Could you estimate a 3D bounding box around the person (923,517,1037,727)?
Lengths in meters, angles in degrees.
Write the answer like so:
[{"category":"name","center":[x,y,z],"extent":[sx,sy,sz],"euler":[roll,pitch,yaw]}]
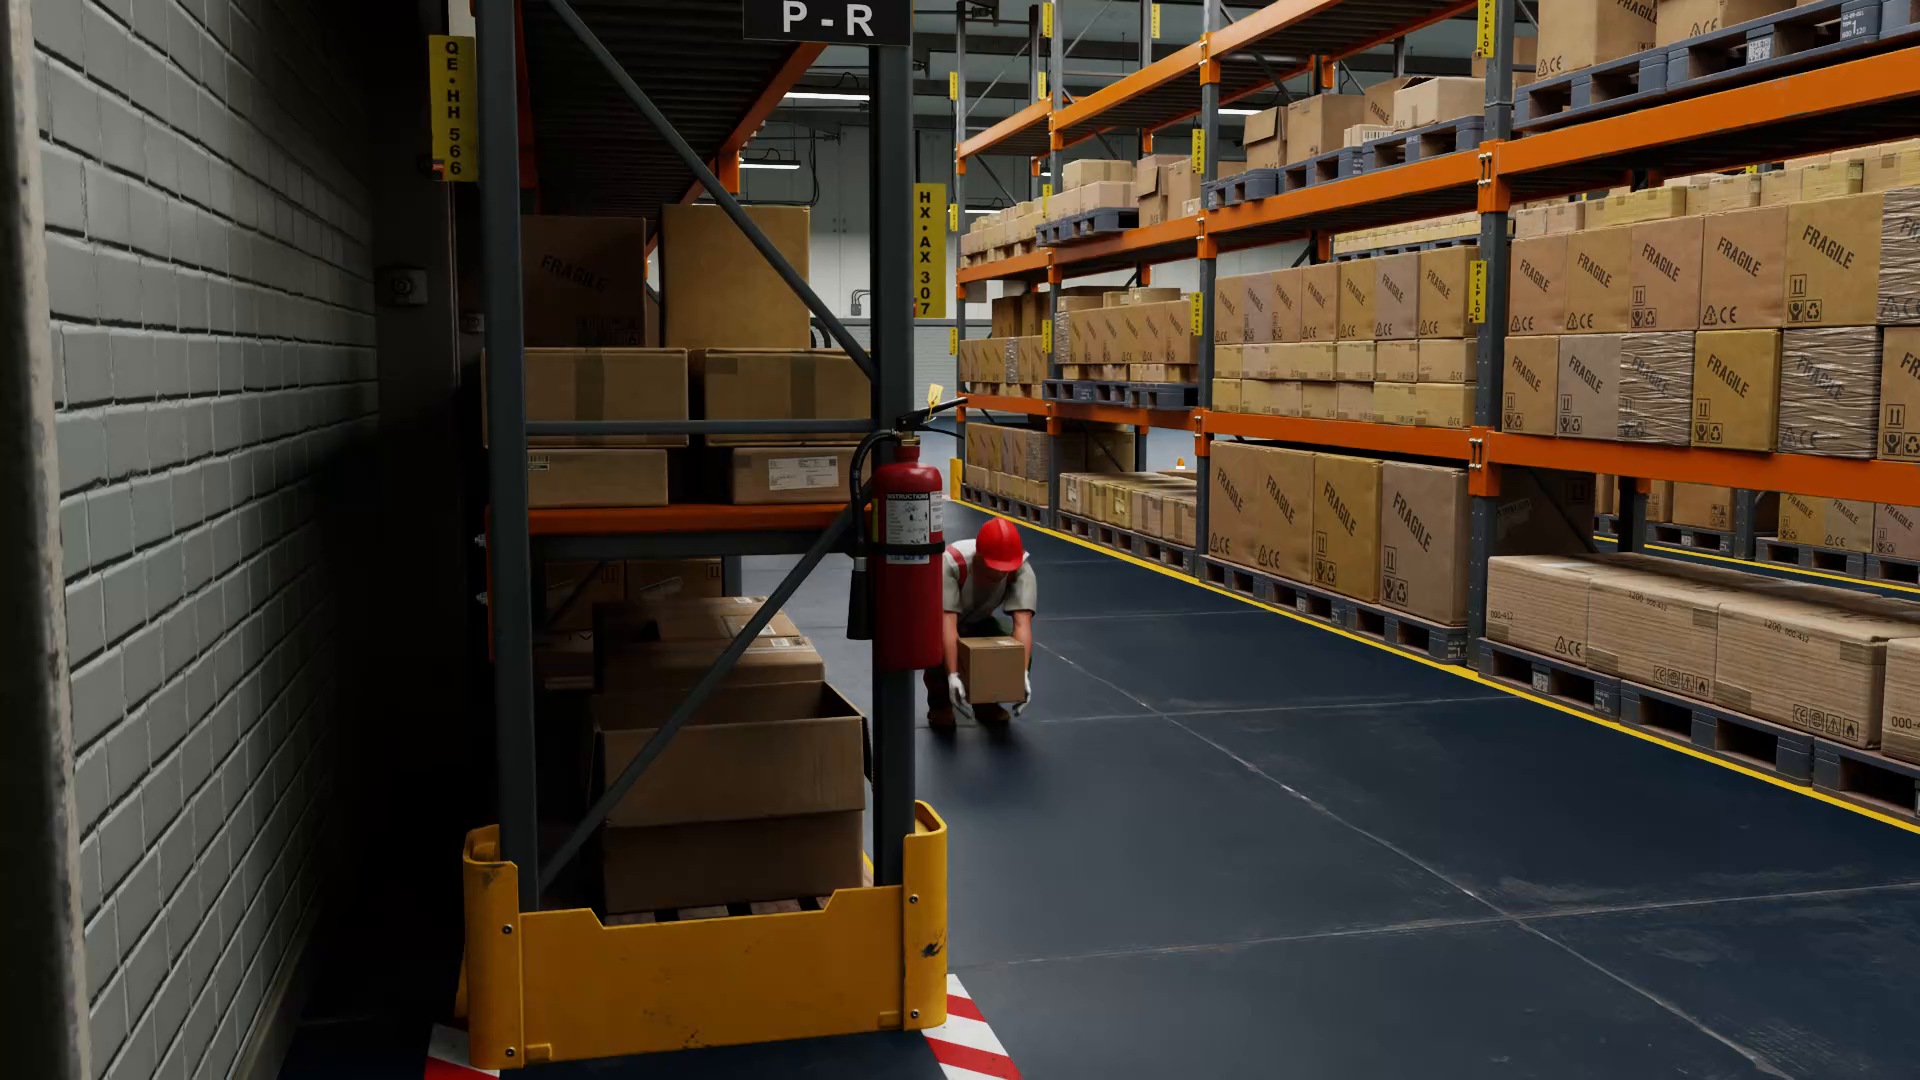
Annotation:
[{"category":"person","center":[0.068,0.370,7.599],"extent":[0.544,0.996,0.884],"euler":[-2,6,-15]}]
